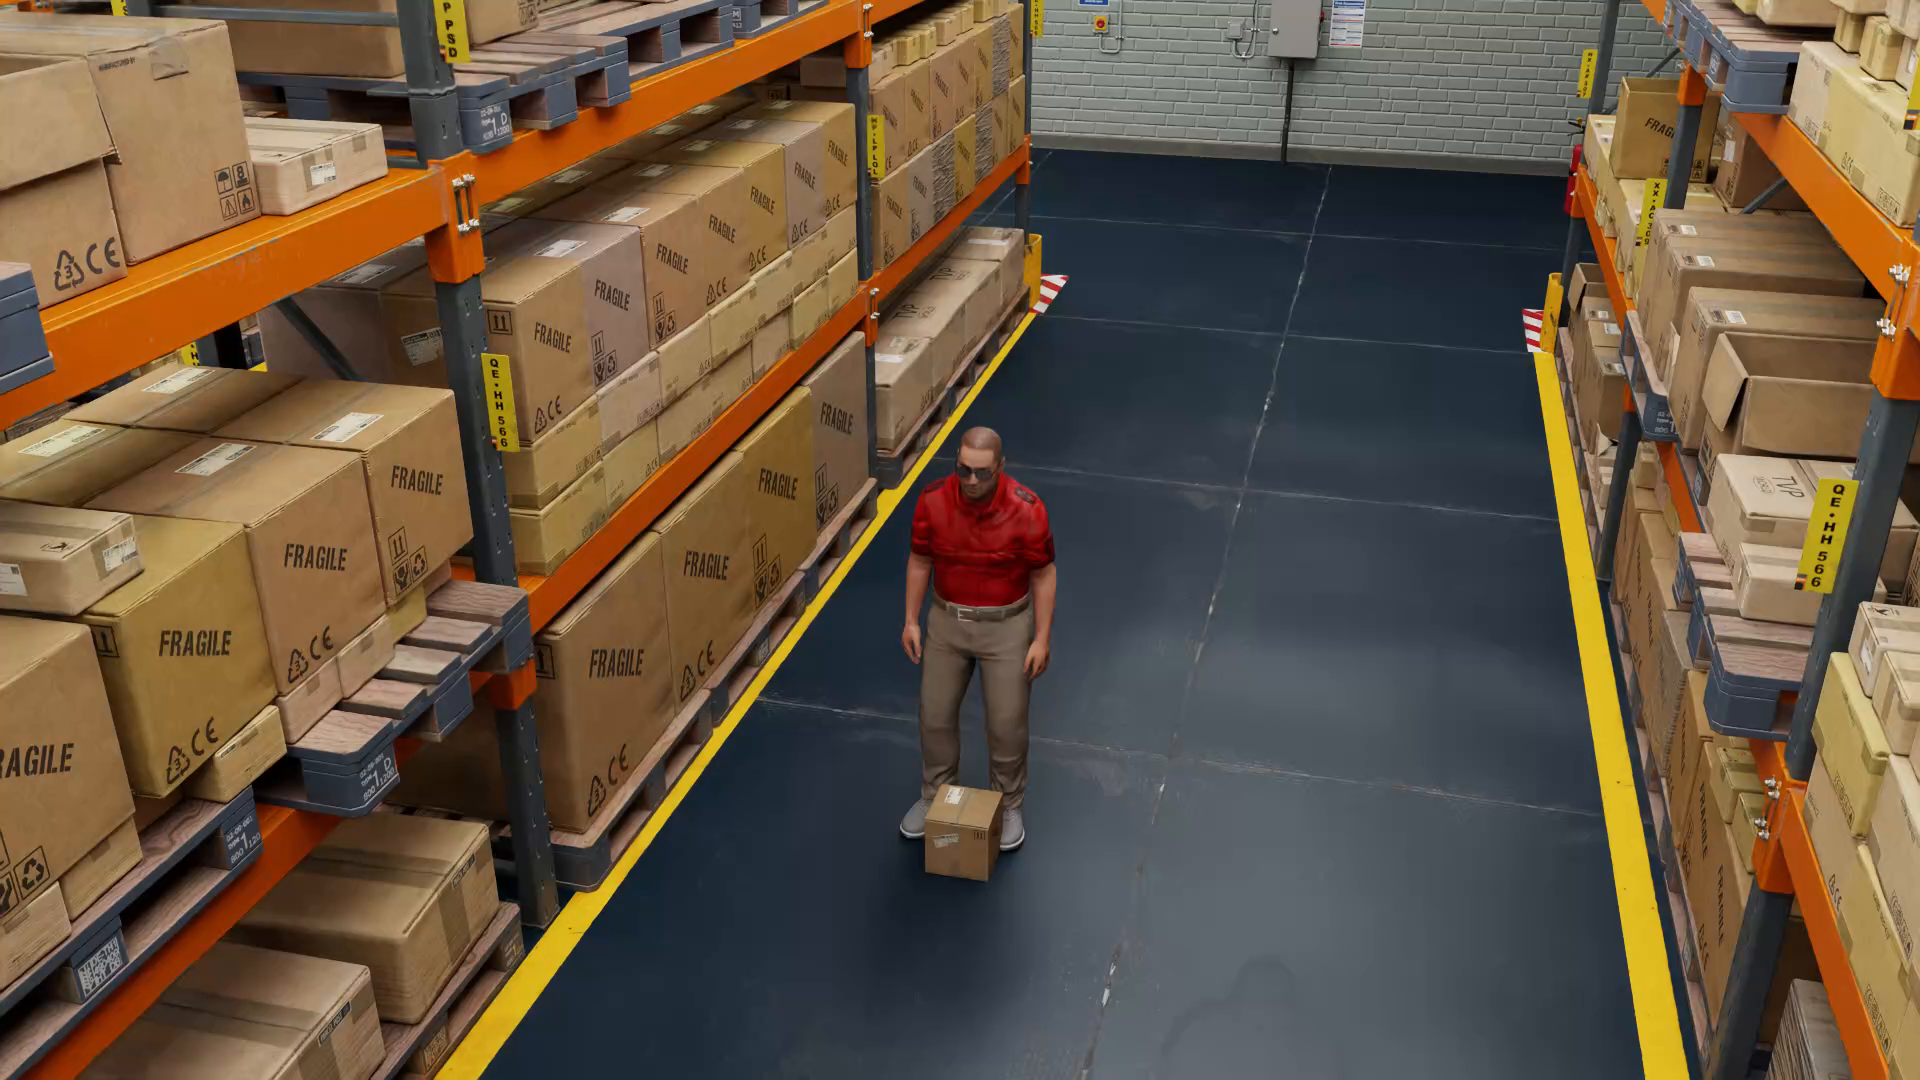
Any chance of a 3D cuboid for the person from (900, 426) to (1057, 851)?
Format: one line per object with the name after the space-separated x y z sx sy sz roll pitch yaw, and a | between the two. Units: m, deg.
0.068 0.360 6.358 0.586 1.727 0.393 6 26 13 | person
